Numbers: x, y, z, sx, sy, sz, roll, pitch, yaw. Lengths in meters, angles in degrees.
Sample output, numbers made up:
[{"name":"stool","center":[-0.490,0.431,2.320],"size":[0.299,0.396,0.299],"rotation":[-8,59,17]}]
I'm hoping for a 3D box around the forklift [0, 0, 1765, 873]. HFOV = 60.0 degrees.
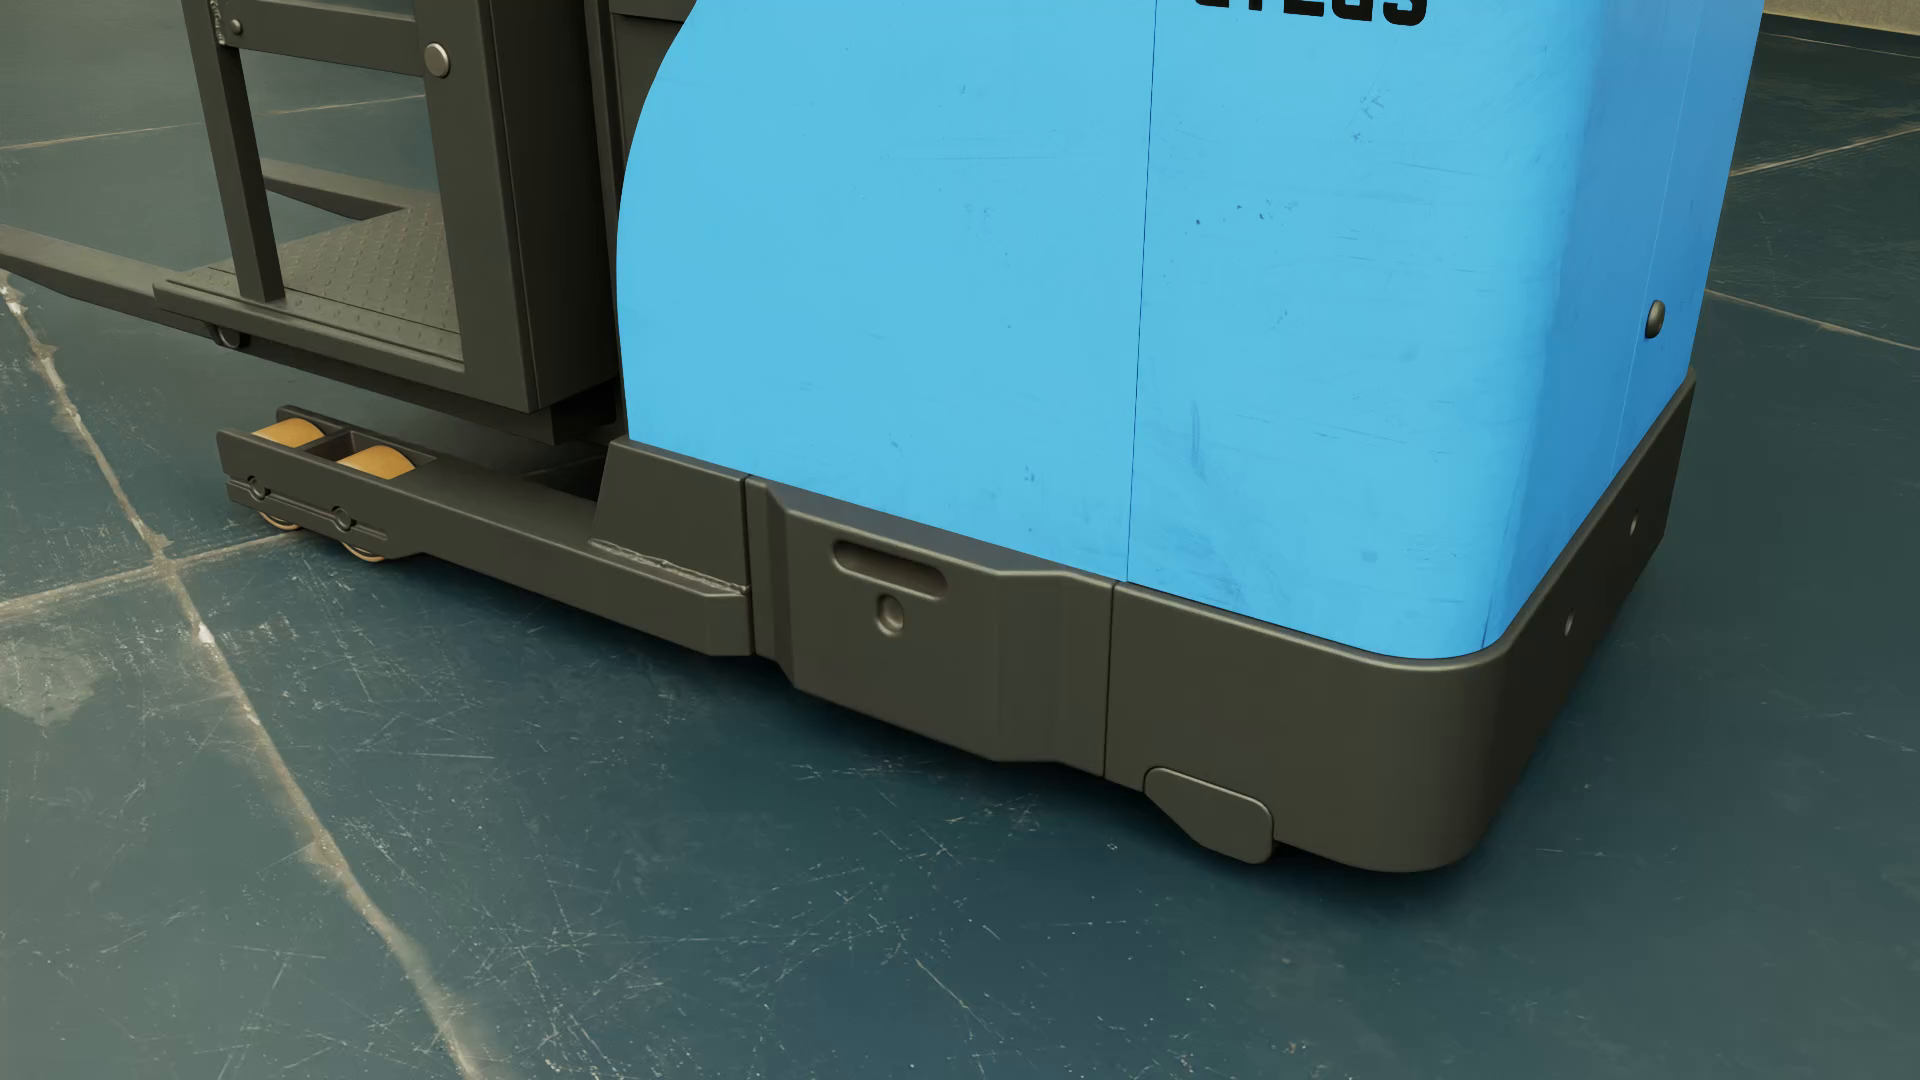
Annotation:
[{"name":"forklift","center":[-0.511,-1.459,2.139],"size":[3.031,2.935,1.130],"rotation":[16,31,29]}]
